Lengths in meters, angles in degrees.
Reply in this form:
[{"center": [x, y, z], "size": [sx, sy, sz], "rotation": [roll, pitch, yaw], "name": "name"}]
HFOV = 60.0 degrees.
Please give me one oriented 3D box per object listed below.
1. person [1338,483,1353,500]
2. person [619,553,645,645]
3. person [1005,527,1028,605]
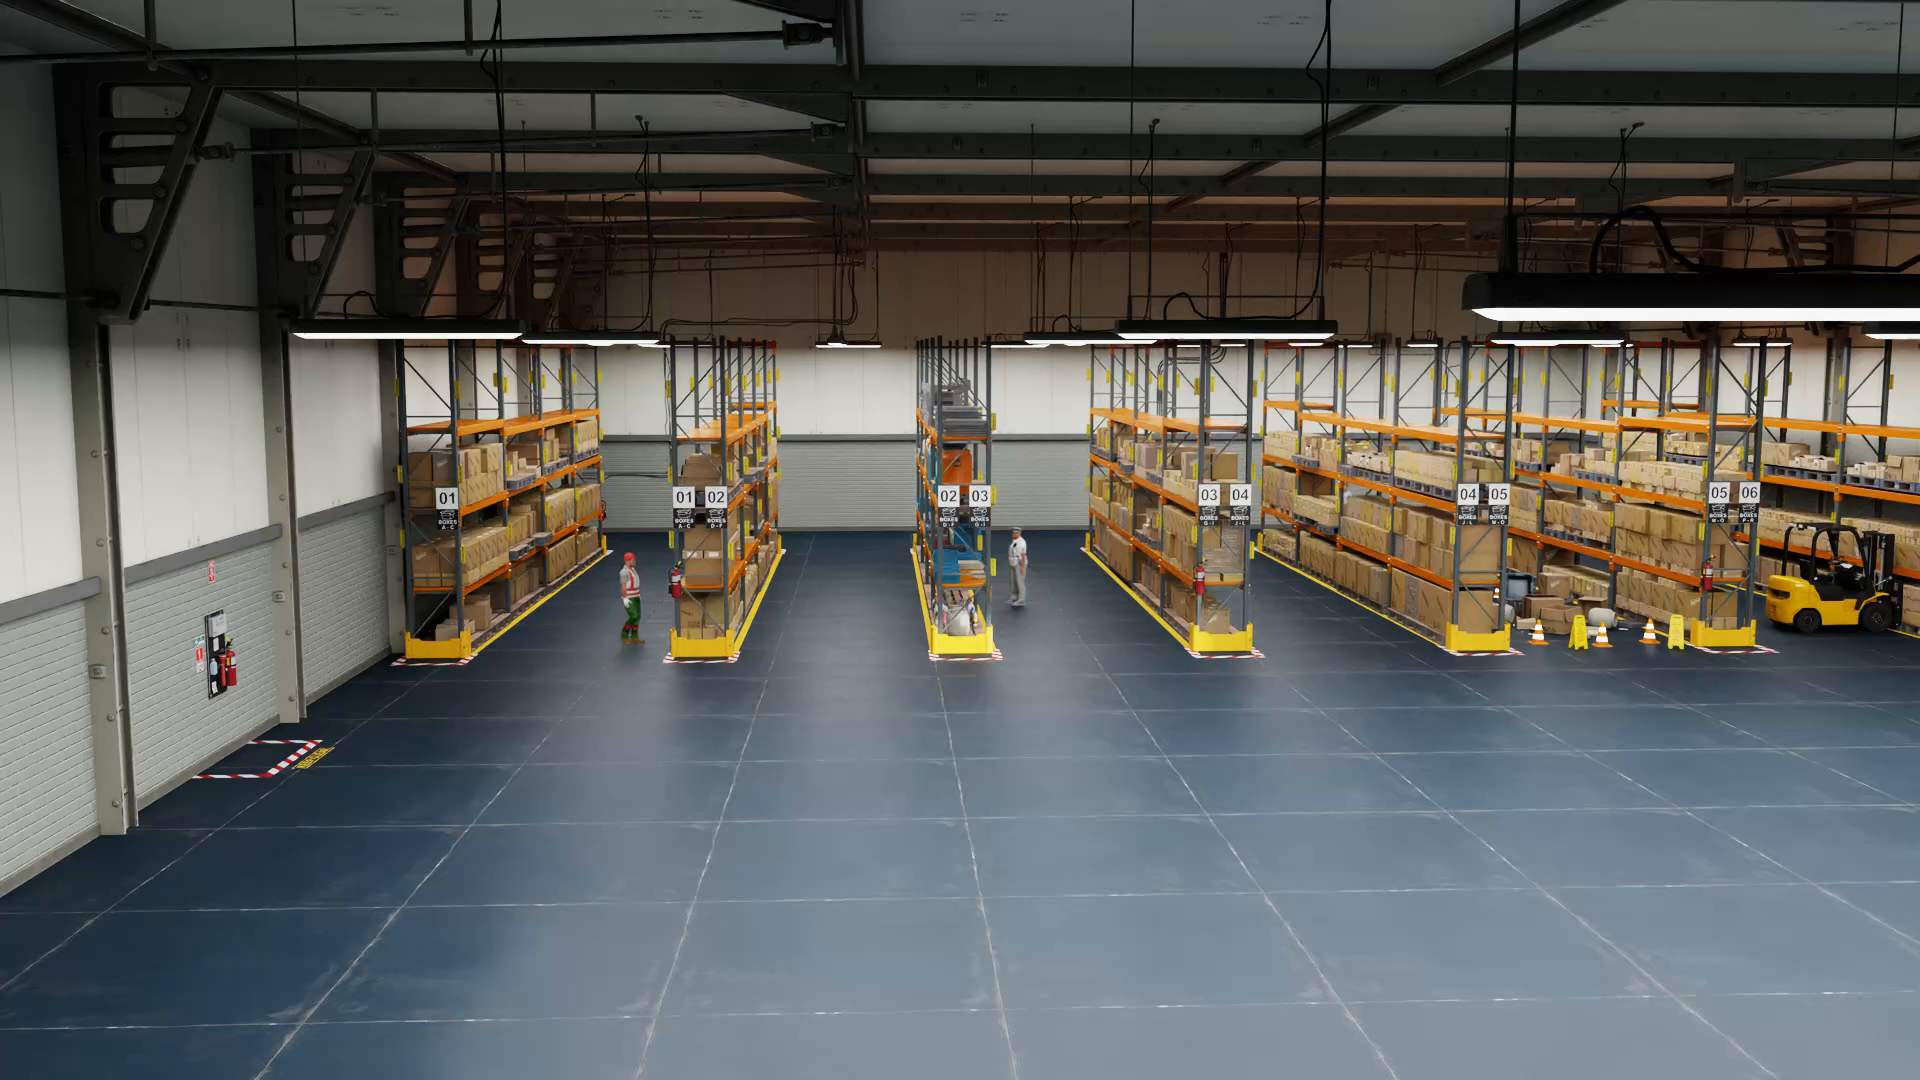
[{"center": [11.968, -0.947, 51.665], "size": [0.494, 1.655, 0.476], "rotation": [1, 7, 11], "name": "person"}, {"center": [-6.421, 1.158, 32.642], "size": [0.437, 1.821, 0.575], "rotation": [2, 7, 17], "name": "person"}, {"center": [1.273, 0.577, 37.564], "size": [0.463, 1.758, 0.595], "rotation": [-2, 7, -21], "name": "person"}]
